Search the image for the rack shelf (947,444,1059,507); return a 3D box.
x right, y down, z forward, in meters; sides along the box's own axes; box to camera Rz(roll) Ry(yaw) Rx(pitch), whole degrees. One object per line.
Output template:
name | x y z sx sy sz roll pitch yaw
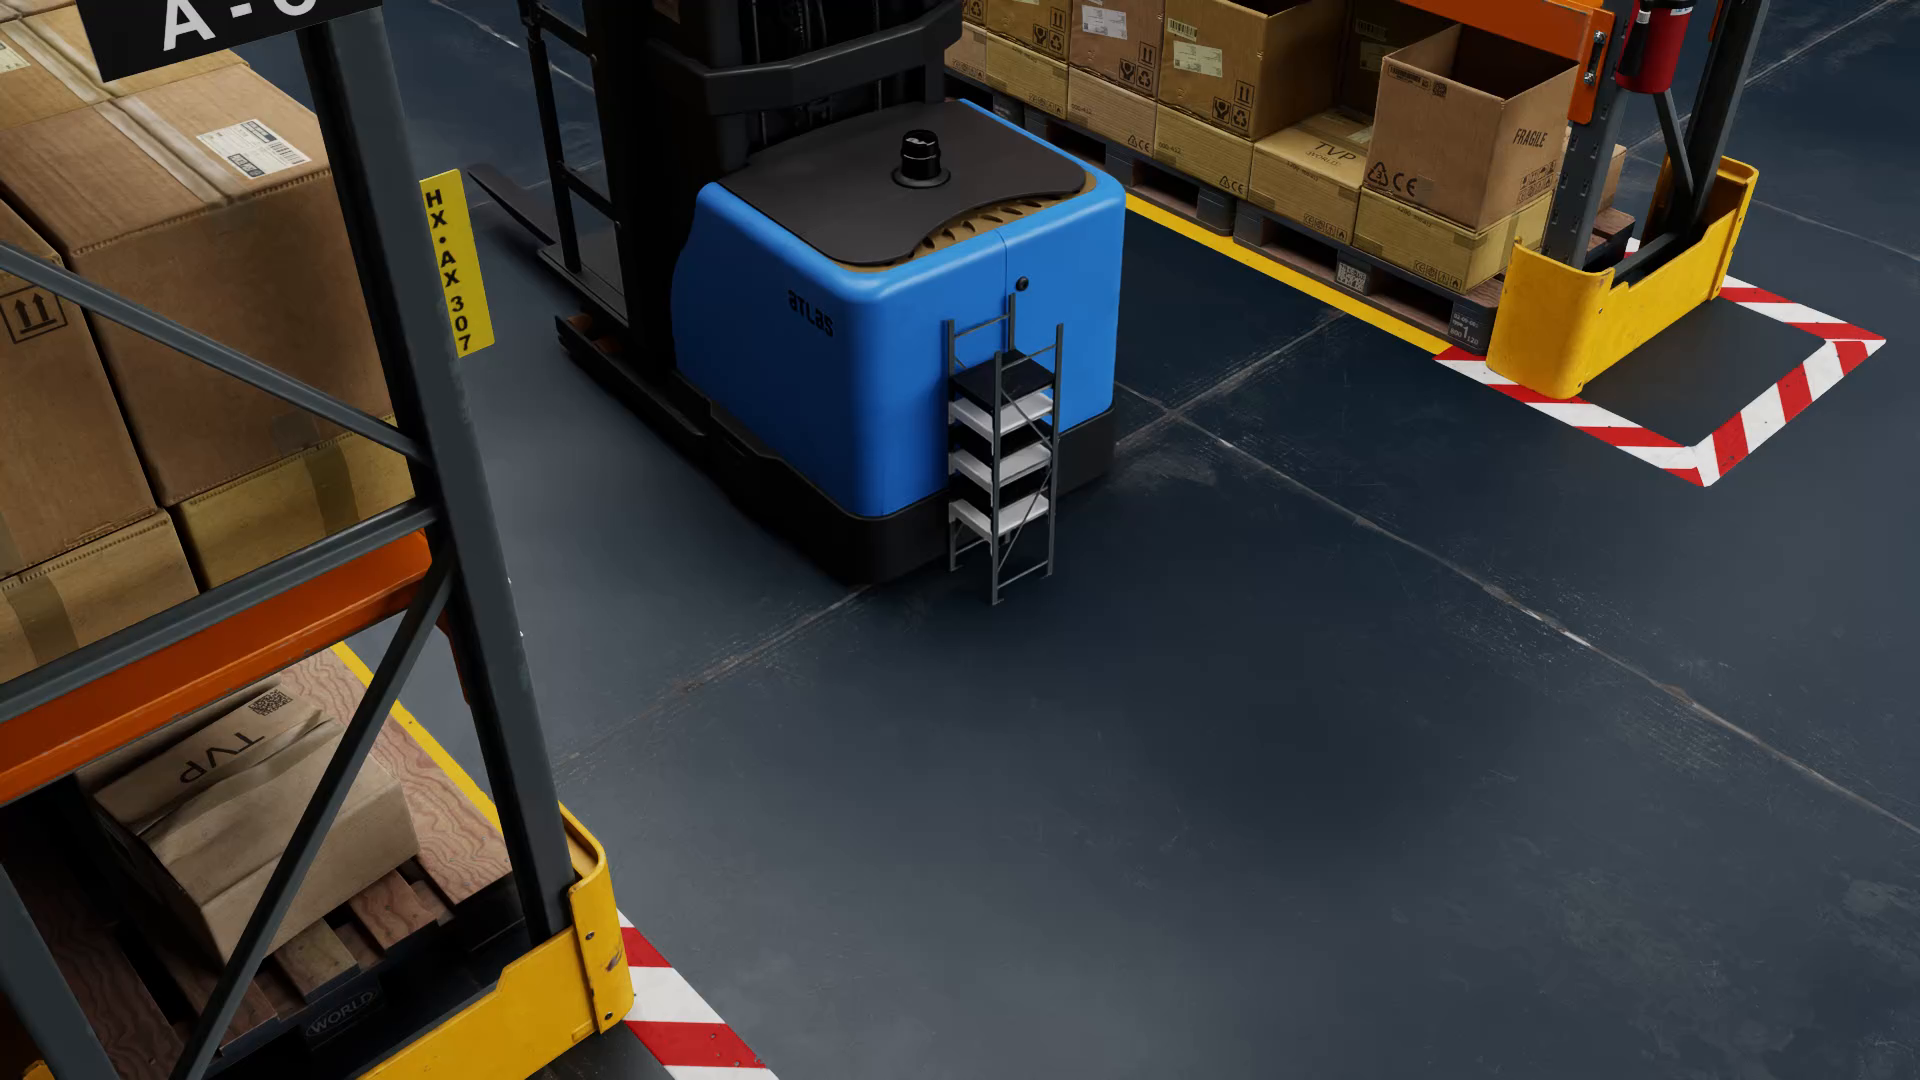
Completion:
rack shelf | 0.125 -0.222 4.861 0.258 0.077 0.200 -27 46 -29

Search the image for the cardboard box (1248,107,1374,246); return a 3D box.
cardboard box | 1.484 -1.426 6.482 0.500 0.250 0.500 -30 48 -32

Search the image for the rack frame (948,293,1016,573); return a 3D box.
rack frame | 0.061 -0.298 4.902 0.240 0.900 0.006 -27 46 -29

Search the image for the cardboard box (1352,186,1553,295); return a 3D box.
cardboard box | 1.831 -1.200 6.202 0.500 0.250 0.500 -30 48 -32

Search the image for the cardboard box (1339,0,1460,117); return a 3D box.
cardboard box | 1.873 -1.942 6.524 0.500 0.500 0.500 -30 48 -32

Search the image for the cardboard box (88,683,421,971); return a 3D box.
cardboard box | -1.636 0.640 3.860 0.500 0.311 0.500 29 47 31

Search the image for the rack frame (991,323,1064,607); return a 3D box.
rack frame | 0.188 -0.198 4.779 0.240 0.900 0.006 -27 46 -29

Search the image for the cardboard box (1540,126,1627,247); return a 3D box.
cardboard box | 2.213 -1.420 6.475 0.500 0.250 0.500 -30 48 -32

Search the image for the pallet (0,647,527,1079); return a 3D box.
pallet | -1.809 0.782 4.113 1.003 0.211 1.213 -30 48 -32

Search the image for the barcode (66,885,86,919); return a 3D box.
barcode | -1.943 0.798 3.657 0.001 0.075 0.075 -30 48 -32

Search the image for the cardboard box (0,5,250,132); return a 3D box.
cardboard box | -1.663 -0.699 3.235 0.500 0.500 0.500 -30 48 -32

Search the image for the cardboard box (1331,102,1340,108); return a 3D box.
cardboard box | 1.534 -1.881 7.046 0.500 0.250 0.500 -30 48 -32

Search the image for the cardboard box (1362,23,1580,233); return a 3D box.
cardboard box | 1.830 -1.490 5.965 0.500 0.500 0.500 -30 48 -32

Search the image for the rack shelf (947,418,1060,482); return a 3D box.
rack shelf | 0.125 -0.292 4.805 0.258 0.077 0.200 -27 46 -29

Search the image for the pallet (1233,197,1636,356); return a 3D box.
pallet | 1.864 -1.235 6.610 1.003 0.211 1.213 -30 48 -32

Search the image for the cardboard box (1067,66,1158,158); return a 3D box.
cardboard box | 0.808 -1.889 7.055 0.500 0.250 0.500 -30 48 -32

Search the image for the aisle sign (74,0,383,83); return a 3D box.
aisle sign | -0.965 -0.982 2.009 0.394 0.787 0.004 -30 48 -32

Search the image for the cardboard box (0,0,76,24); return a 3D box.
cardboard box | -2.008 -0.941 3.534 0.500 0.500 0.500 -32 49 -33

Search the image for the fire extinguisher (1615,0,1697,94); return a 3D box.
fire extinguisher | 2.149 -1.701 5.030 0.296 0.674 0.183 -30 48 -32

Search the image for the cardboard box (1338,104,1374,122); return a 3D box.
cardboard box | 1.872 -1.649 6.759 0.500 0.250 0.500 -30 48 -32

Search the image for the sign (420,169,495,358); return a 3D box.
sign | -0.835 -0.444 2.723 0.100 0.325 0.005 -30 48 -32

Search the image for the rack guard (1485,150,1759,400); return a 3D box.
rack guard | 2.428 -1.000 6.090 1.175 0.500 0.348 -30 48 -32

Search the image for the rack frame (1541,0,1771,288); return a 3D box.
rack frame | 2.412 -1.983 5.318 1.000 3.000 0.127 -30 48 -32

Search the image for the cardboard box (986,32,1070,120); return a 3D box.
cardboard box | 0.465 -2.117 7.339 0.500 0.250 0.500 -30 48 -32

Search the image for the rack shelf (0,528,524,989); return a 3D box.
rack shelf | -2.587 -0.522 4.082 1.077 0.370 4.000 -30 48 -32

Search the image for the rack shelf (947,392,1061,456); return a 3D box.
rack shelf | 0.125 -0.362 4.748 0.258 0.077 0.200 -27 46 -29

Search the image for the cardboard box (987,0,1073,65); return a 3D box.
cardboard box | 0.466 -2.409 7.103 0.500 0.500 0.500 -30 48 -32

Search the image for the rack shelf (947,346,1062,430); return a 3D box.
rack shelf | 0.125 -0.432 4.692 0.258 0.077 0.200 -27 46 -29

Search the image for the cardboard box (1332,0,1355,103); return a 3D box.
cardboard box | 1.526 -2.168 6.804 0.500 0.500 0.500 -30 48 -32

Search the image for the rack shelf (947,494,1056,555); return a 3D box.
rack shelf | 0.125 -0.082 4.974 0.258 0.077 0.200 -27 46 -29

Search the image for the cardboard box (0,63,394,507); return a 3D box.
cardboard box | -1.336 -0.466 2.947 0.500 0.500 0.500 -30 48 -32

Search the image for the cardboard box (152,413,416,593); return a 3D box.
cardboard box | -1.331 -0.187 3.197 0.500 0.250 0.500 -31 48 -33

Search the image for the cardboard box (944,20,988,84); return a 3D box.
cardboard box | 0.131 -2.351 7.628 0.500 0.250 0.500 -30 48 -32

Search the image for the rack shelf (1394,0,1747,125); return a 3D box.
rack shelf | 1.059 -2.629 6.690 1.077 0.370 4.000 -30 48 -32

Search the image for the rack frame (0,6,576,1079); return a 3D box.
rack frame | -1.235 0.124 2.710 1.000 3.000 0.127 -30 48 -32

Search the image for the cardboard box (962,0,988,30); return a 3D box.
cardboard box | 0.133 -2.644 7.394 0.500 0.500 0.500 -30 48 -32

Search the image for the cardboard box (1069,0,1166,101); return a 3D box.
cardboard box | 0.805 -2.179 6.818 0.500 0.500 0.500 -30 48 -32

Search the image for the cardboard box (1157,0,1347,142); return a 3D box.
cardboard box | 1.143 -1.947 6.531 0.500 0.500 0.500 -30 48 -32

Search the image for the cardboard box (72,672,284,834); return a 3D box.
cardboard box | -2.022 0.376 4.187 0.500 0.311 0.500 -26 46 -28

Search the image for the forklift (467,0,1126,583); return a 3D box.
forklift | -0.808 -1.877 5.241 1.130 2.935 3.031 -27 46 -29

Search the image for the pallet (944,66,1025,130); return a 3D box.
pallet | 0.213 -2.364 8.009 1.003 0.211 1.213 -30 48 -32

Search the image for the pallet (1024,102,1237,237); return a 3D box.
pallet | 1.043 -1.799 7.309 1.003 0.211 1.213 -30 48 -32

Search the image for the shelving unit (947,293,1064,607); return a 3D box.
shelving unit | 0.125 -0.248 4.840 0.258 0.900 0.210 -27 46 -29

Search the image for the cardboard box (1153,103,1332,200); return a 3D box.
cardboard box | 1.145 -1.656 6.768 0.500 0.250 0.500 -30 48 -32

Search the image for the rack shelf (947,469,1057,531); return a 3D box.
rack shelf | 0.125 -0.152 4.918 0.258 0.077 0.200 -27 46 -29

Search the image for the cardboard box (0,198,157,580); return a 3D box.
cardboard box | -1.710 -0.245 2.673 0.500 0.500 0.500 -31 48 -32

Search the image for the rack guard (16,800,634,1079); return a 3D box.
rack guard | -1.286 1.061 3.539 1.175 0.500 0.348 -30 48 -32

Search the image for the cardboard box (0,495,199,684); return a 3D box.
cardboard box | -1.694 0.040 2.916 0.500 0.250 0.500 -29 47 -31
